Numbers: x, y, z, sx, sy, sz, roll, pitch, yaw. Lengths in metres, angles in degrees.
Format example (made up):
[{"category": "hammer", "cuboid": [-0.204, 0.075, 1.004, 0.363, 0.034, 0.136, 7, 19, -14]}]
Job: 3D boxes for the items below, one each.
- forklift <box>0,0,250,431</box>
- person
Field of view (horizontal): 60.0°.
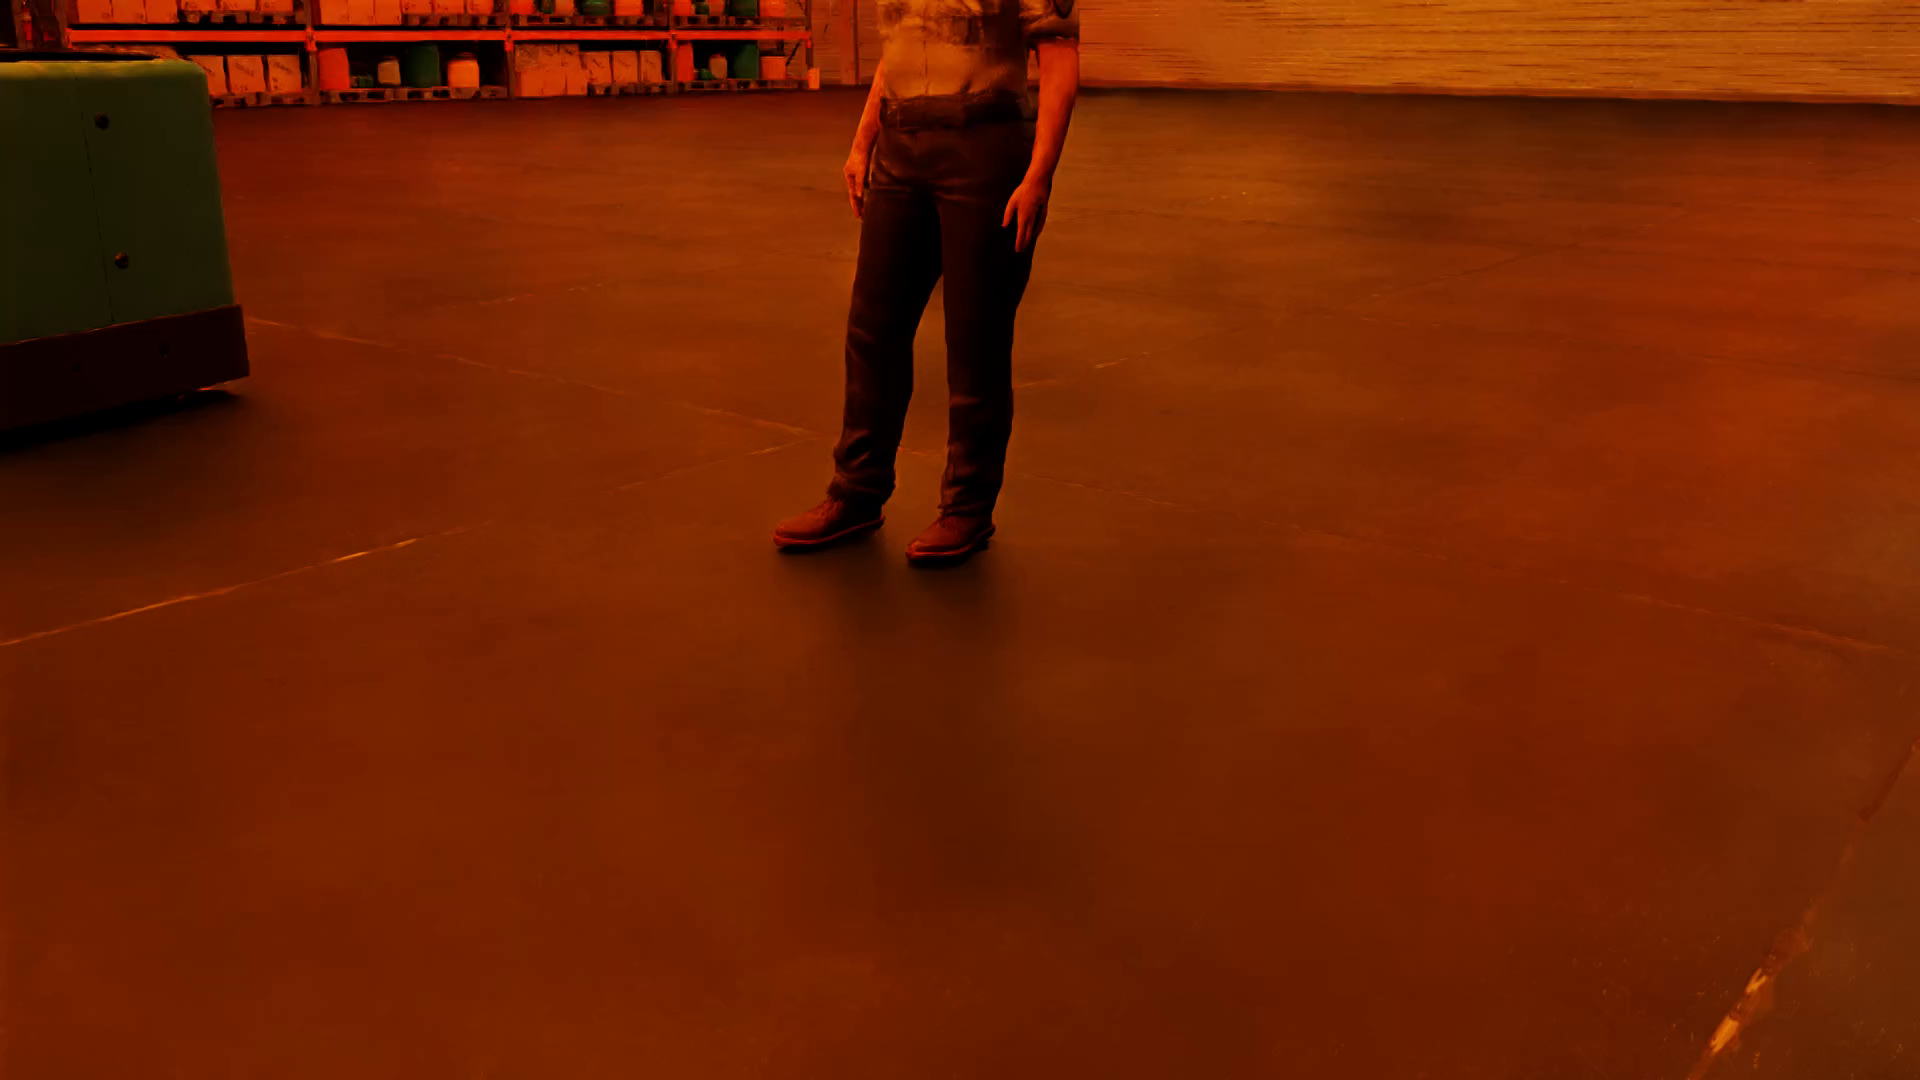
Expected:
[{"category": "forklift", "cuboid": [-3.900, -1.940, 5.286, 3.031, 2.935, 1.130, 8, 19, 24]}, {"category": "person", "cuboid": [-0.075, -0.779, 3.648, 0.599, 1.650, 0.502, 13, 21, 37]}]
